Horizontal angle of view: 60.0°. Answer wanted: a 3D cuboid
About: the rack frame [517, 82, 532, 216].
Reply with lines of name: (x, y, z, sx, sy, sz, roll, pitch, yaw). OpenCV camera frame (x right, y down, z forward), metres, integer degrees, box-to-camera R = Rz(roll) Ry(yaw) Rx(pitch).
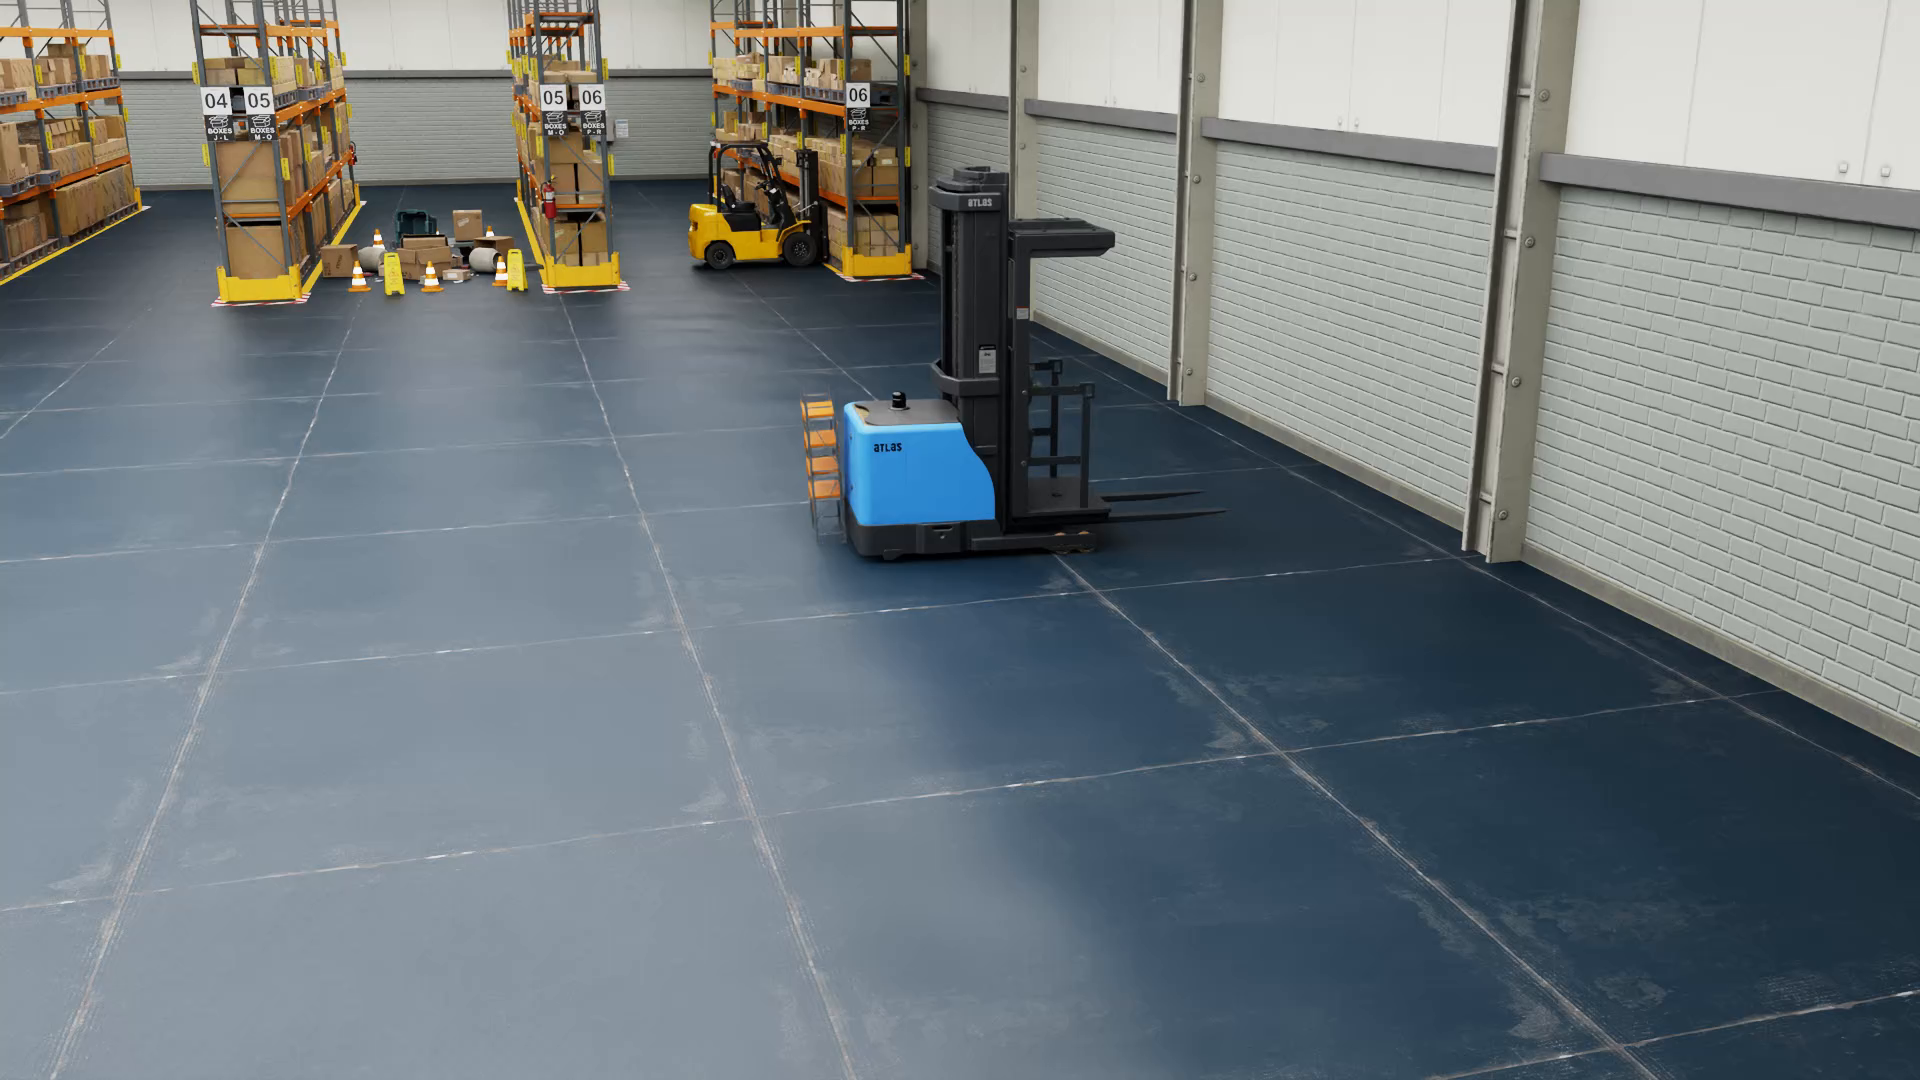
rack frame: (-9.506, -8.965, 38.083, 1.000, 3.000, 0.127, -5, 17, -15)

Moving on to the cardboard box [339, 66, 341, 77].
cardboard box: (-14.824, -11.008, 39.061, 0.500, 0.250, 0.500, -5, 17, -17)

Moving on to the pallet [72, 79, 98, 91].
pallet: (-19.249, -9.803, 35.812, 1.003, 0.211, 1.213, -5, 17, -15)

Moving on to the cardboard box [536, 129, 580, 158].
cardboard box: (-6.690, -6.579, 27.713, 0.700, 0.500, 0.500, -5, 17, -15)

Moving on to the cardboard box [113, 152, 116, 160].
cardboard box: (-19.299, -8.672, 37.545, 0.380, 0.149, 0.250, -4, 17, -14)

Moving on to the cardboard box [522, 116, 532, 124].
cardboard box: (-9.211, -8.927, 36.046, 0.500, 0.500, 0.500, -5, 17, -16)

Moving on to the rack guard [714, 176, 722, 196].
rack guard: (-5.813, -9.247, 43.366, 1.175, 0.500, 0.348, -5, 17, -15)

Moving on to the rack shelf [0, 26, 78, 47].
rack shelf: (-18.485, -9.965, 32.931, 1.077, 0.370, 4.000, -5, 17, -15)

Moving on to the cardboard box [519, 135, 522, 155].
cardboard box: (-10.026, -9.263, 38.901, 0.500, 0.500, 0.500, -5, 17, -17)

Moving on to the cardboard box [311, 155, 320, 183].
cardboard box: (-12.338, -6.966, 31.254, 0.500, 0.500, 0.500, -4, 17, -14)

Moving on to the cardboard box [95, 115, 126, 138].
cardboard box: (-19.747, -9.604, 38.650, 0.500, 0.500, 0.500, -4, 17, -15)

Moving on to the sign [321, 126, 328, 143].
sign: (-12.605, -8.039, 32.986, 0.100, 0.325, 0.005, -5, 17, -15)

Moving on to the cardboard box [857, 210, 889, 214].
cardboard box: (-1.527, -5.688, 29.486, 0.500, 0.250, 0.500, -5, 17, -15)

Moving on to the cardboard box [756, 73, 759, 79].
cardboard box: (-4.292, -10.245, 36.697, 0.380, 0.149, 0.250, -4, 17, -14)

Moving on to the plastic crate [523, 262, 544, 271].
plastic crate: (-7.664, -4.855, 29.475, 0.402, 0.080, 0.583, -12, 20, -34)

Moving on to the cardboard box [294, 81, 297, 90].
cardboard box: (-11.631, -7.823, 28.599, 0.380, 0.149, 0.250, -5, 17, -15)

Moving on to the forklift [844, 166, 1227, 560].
forklift: (0.618, -1.438, 13.145, 3.031, 2.935, 1.130, -3, 17, -11)

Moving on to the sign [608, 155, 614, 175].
sign: (-5.686, -6.103, 27.051, 0.100, 0.325, 0.005, -5, 17, -15)

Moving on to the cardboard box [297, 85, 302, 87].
cardboard box: (-12.174, -8.306, 30.209, 0.380, 0.149, 0.250, -5, 17, -15)

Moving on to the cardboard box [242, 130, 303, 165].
cardboard box: (-11.708, -6.674, 28.319, 0.875, 0.550, 0.550, -5, 17, -15)

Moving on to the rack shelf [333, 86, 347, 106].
rack shelf: (-14.787, -10.191, 38.201, 1.077, 0.370, 4.000, -5, 17, -15)

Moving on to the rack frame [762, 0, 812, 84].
rack frame: (-3.635, -11.125, 34.846, 1.000, 3.000, 0.127, -5, 17, -15)

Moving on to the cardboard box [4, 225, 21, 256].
cardboard box: (-17.097, -5.287, 29.420, 0.700, 0.500, 0.500, -5, 17, -16)

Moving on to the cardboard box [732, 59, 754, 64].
cardboard box: (-5.104, -11.226, 39.270, 0.500, 0.250, 0.500, -5, 17, -15)

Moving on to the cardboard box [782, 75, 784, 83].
cardboard box: (-3.342, -9.204, 33.199, 0.380, 0.149, 0.250, -5, 17, -16)

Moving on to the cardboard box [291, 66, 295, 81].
cardboard box: (-11.657, -7.973, 28.407, 0.500, 0.250, 0.500, -5, 17, -16)

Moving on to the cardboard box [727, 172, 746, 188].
cardboard box: (-5.510, -8.898, 41.477, 0.500, 0.500, 0.500, -4, 17, -14)

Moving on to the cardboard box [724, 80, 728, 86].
cardboard box: (-5.569, -11.174, 40.661, 0.380, 0.149, 0.250, -4, 17, -14)

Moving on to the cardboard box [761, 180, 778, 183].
cardboard box: (-4.247, -7.978, 37.285, 0.380, 0.149, 0.250, -5, 17, -16)

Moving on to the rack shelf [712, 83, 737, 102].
rack shelf: (-5.284, -11.004, 40.907, 1.077, 0.370, 4.000, -5, 17, -15)

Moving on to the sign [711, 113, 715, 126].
sign: (-6.355, -10.836, 42.809, 0.100, 0.325, 0.005, -5, 17, -15)

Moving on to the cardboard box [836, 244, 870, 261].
cardboard box: (-1.869, -5.028, 29.027, 0.500, 0.250, 0.500, -5, 17, -15)

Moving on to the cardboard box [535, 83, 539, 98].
cardboard box: (-6.732, -7.413, 27.448, 0.500, 0.250, 0.500, -5, 17, -16)

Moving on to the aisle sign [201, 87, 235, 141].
aisle sign: (-11.209, -6.428, 25.119, 0.394, 0.787, 0.004, -5, 17, -15)

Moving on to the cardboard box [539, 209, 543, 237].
cardboard box: (-7.405, -5.811, 30.329, 0.500, 0.500, 0.500, -4, 17, -13)

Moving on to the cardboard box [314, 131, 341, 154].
cardboard box: (-14.131, -8.893, 37.152, 0.500, 0.500, 0.500, -5, 17, -16)

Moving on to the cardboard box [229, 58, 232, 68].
cardboard box: (-11.496, -7.380, 25.739, 0.380, 0.149, 0.250, -4, 17, -14)

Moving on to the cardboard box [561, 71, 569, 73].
cardboard box: (-6.880, -8.235, 29.489, 0.380, 0.149, 0.250, -4, 17, -14)

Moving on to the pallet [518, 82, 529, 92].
pallet: (-8.945, -9.688, 35.603, 1.003, 0.211, 1.213, -4, 17, -13)

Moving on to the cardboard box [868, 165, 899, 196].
cardboard box: (-1.306, -6.246, 28.858, 0.500, 0.500, 0.500, -4, 17, -13)

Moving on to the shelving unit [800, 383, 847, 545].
shelving unit: (-1.101, -0.615, 13.387, 0.258, 1.200, 0.503, -6, 17, -8)

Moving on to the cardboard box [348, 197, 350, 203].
cardboard box: (-14.567, -8.006, 39.115, 0.380, 0.149, 0.250, -4, 17, -14)

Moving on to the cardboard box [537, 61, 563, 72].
cardboard box: (-7.589, -8.708, 30.674, 0.500, 0.250, 0.500, -4, 17, -14)

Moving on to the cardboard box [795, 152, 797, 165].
cardboard box: (-2.916, -7.429, 32.361, 0.500, 0.250, 0.500, -5, 17, -16)

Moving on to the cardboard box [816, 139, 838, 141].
cardboard box: (-2.496, -7.400, 31.055, 0.380, 0.149, 0.250, -5, 17, -16)

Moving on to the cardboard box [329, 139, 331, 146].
cardboard box: (-13.865, -8.602, 36.063, 0.380, 0.149, 0.250, -5, 17, -15)

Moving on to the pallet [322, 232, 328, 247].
pallet: (-12.994, -5.880, 32.659, 1.003, 0.211, 1.213, -5, 17, -15)

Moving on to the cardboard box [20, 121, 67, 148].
cardboard box: (-18.487, -8.172, 33.527, 0.797, 0.503, 0.637, -4, 17, -13)
